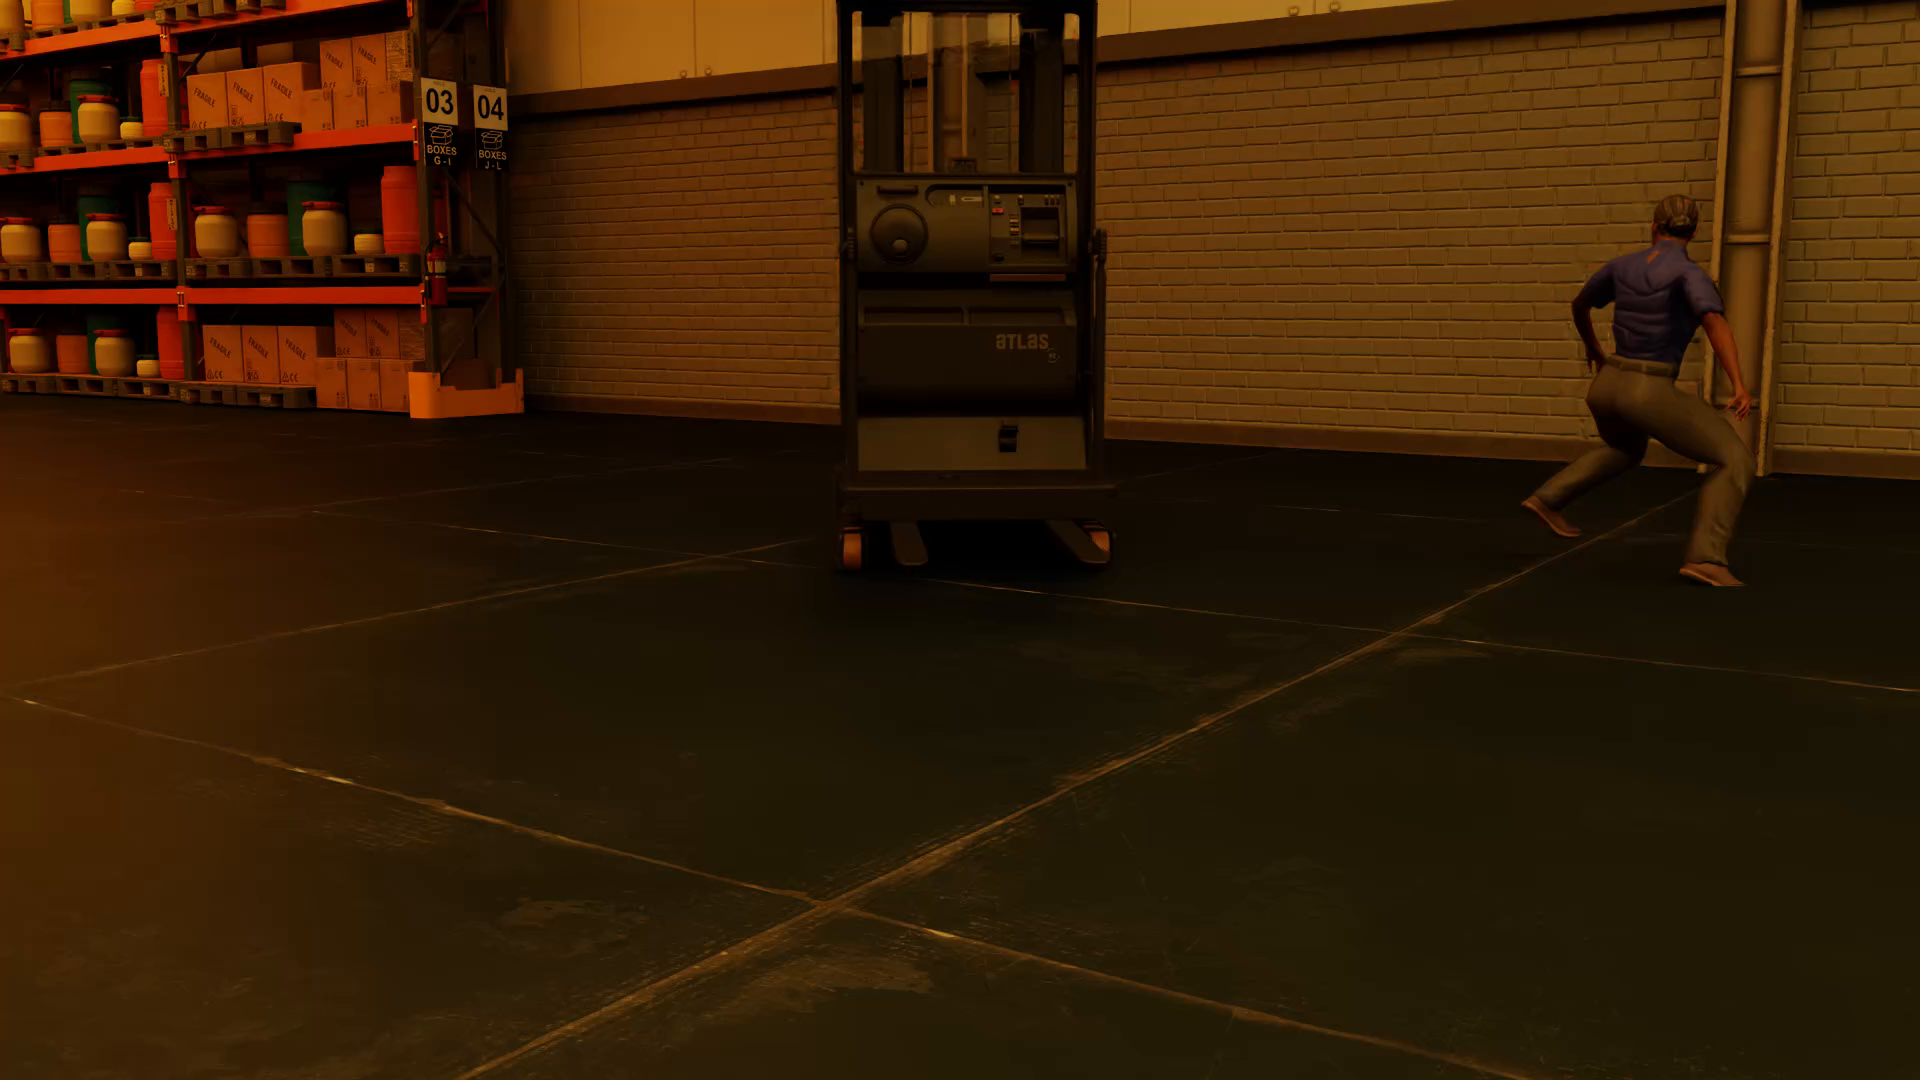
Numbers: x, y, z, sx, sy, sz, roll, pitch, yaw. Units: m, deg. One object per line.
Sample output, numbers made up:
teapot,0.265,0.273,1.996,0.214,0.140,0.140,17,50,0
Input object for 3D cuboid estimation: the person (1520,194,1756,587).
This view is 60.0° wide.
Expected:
person,2.764,-0.575,6.553,0.457,1.555,1.079,-3,8,-18

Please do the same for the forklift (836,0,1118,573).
forklift,0.046,-1.365,6.794,1.130,2.935,3.031,-1,8,-4
